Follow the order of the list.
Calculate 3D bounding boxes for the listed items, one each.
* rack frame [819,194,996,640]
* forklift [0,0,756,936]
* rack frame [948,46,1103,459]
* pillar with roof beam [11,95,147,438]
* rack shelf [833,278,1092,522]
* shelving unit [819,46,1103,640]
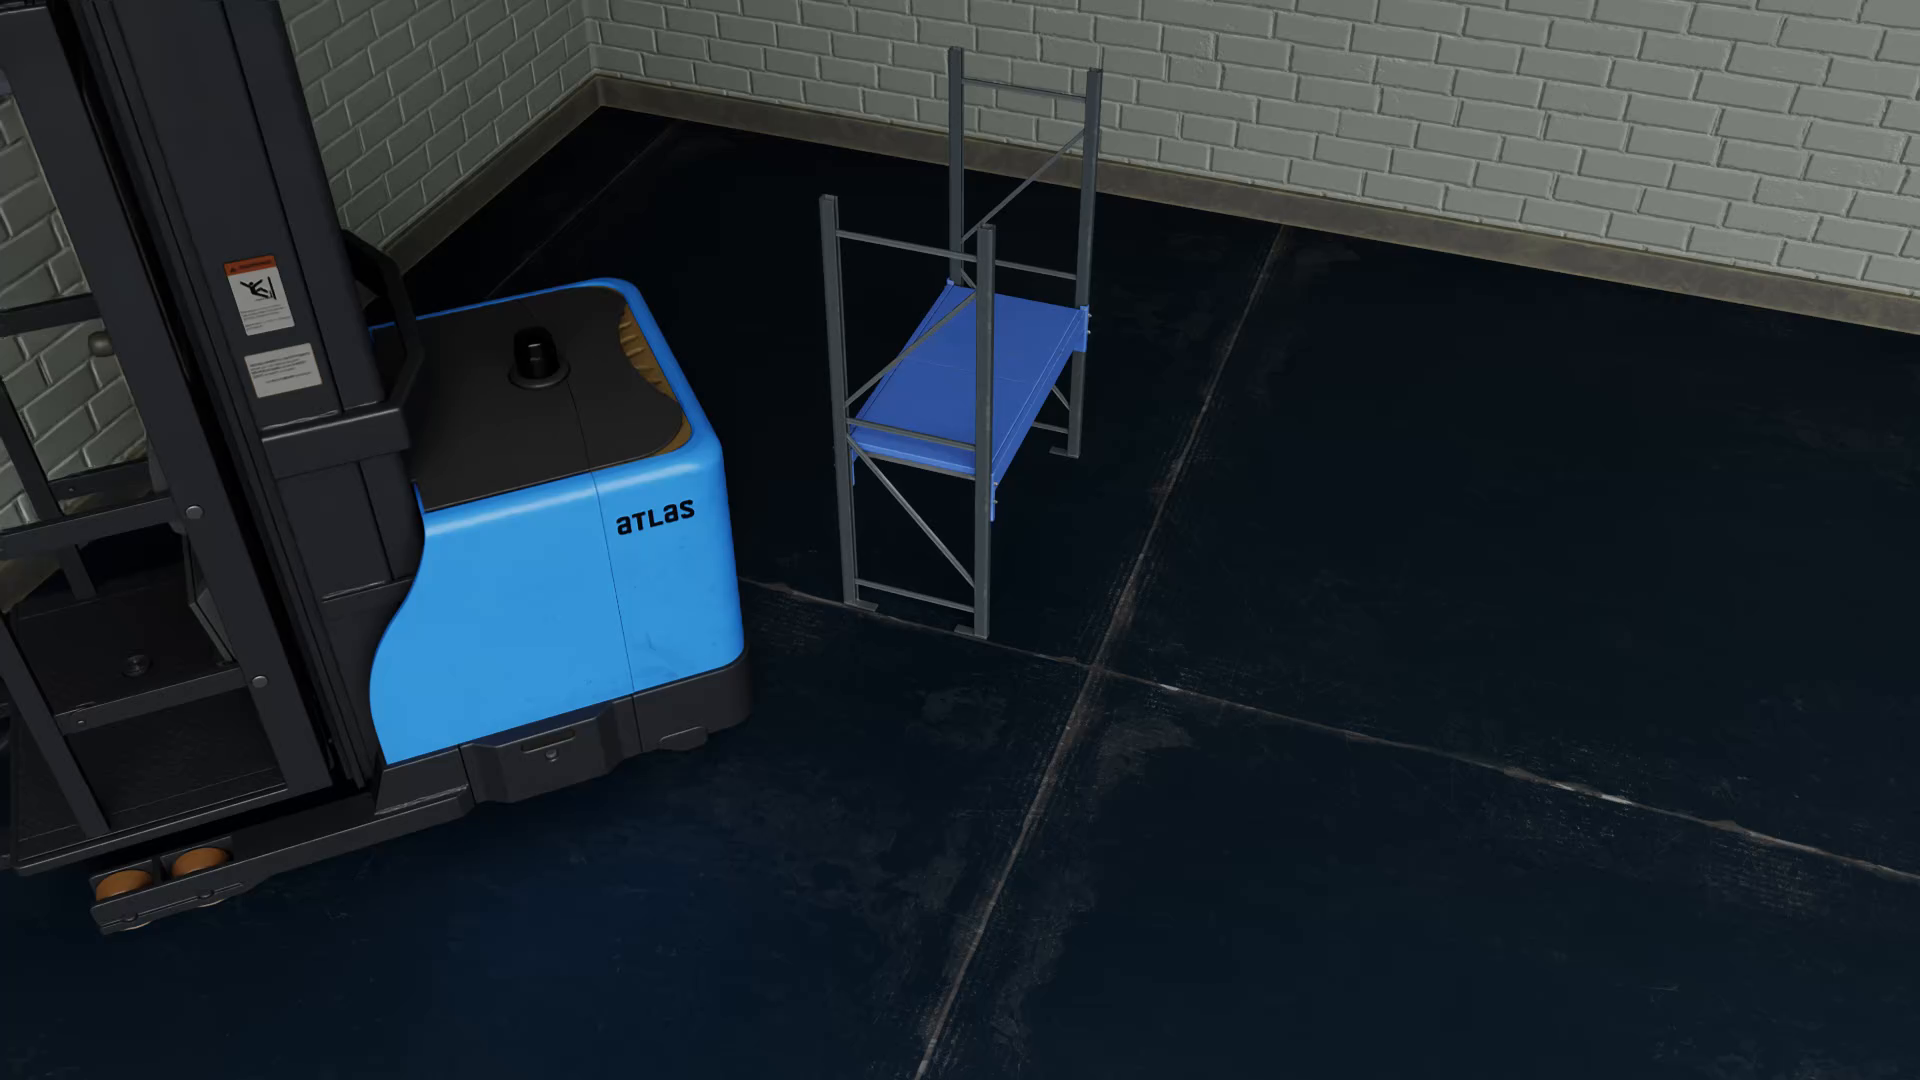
[{"bbox_3d":[-0.145,-0.313,4.961,0.500,1.500,0.032,13,42,15],"label":"rack frame"},{"bbox_3d":[-2.186,-0.450,4.020,3.031,2.935,1.130,-16,43,-18],"label":"forklift"},{"bbox_3d":[0.203,-0.933,5.688,0.500,1.500,0.032,13,42,15],"label":"rack frame"},{"bbox_3d":[1.353,-2.796,2.094,9.100,9.000,0.400,13,42,15],"label":"pillar with roof beam"},{"bbox_3d":[0.029,-0.486,5.441,0.538,0.185,1.000,13,42,15],"label":"rack shelf"},{"bbox_3d":[0.029,-0.623,5.324,0.538,1.500,1.048,13,42,15],"label":"shelving unit"}]
